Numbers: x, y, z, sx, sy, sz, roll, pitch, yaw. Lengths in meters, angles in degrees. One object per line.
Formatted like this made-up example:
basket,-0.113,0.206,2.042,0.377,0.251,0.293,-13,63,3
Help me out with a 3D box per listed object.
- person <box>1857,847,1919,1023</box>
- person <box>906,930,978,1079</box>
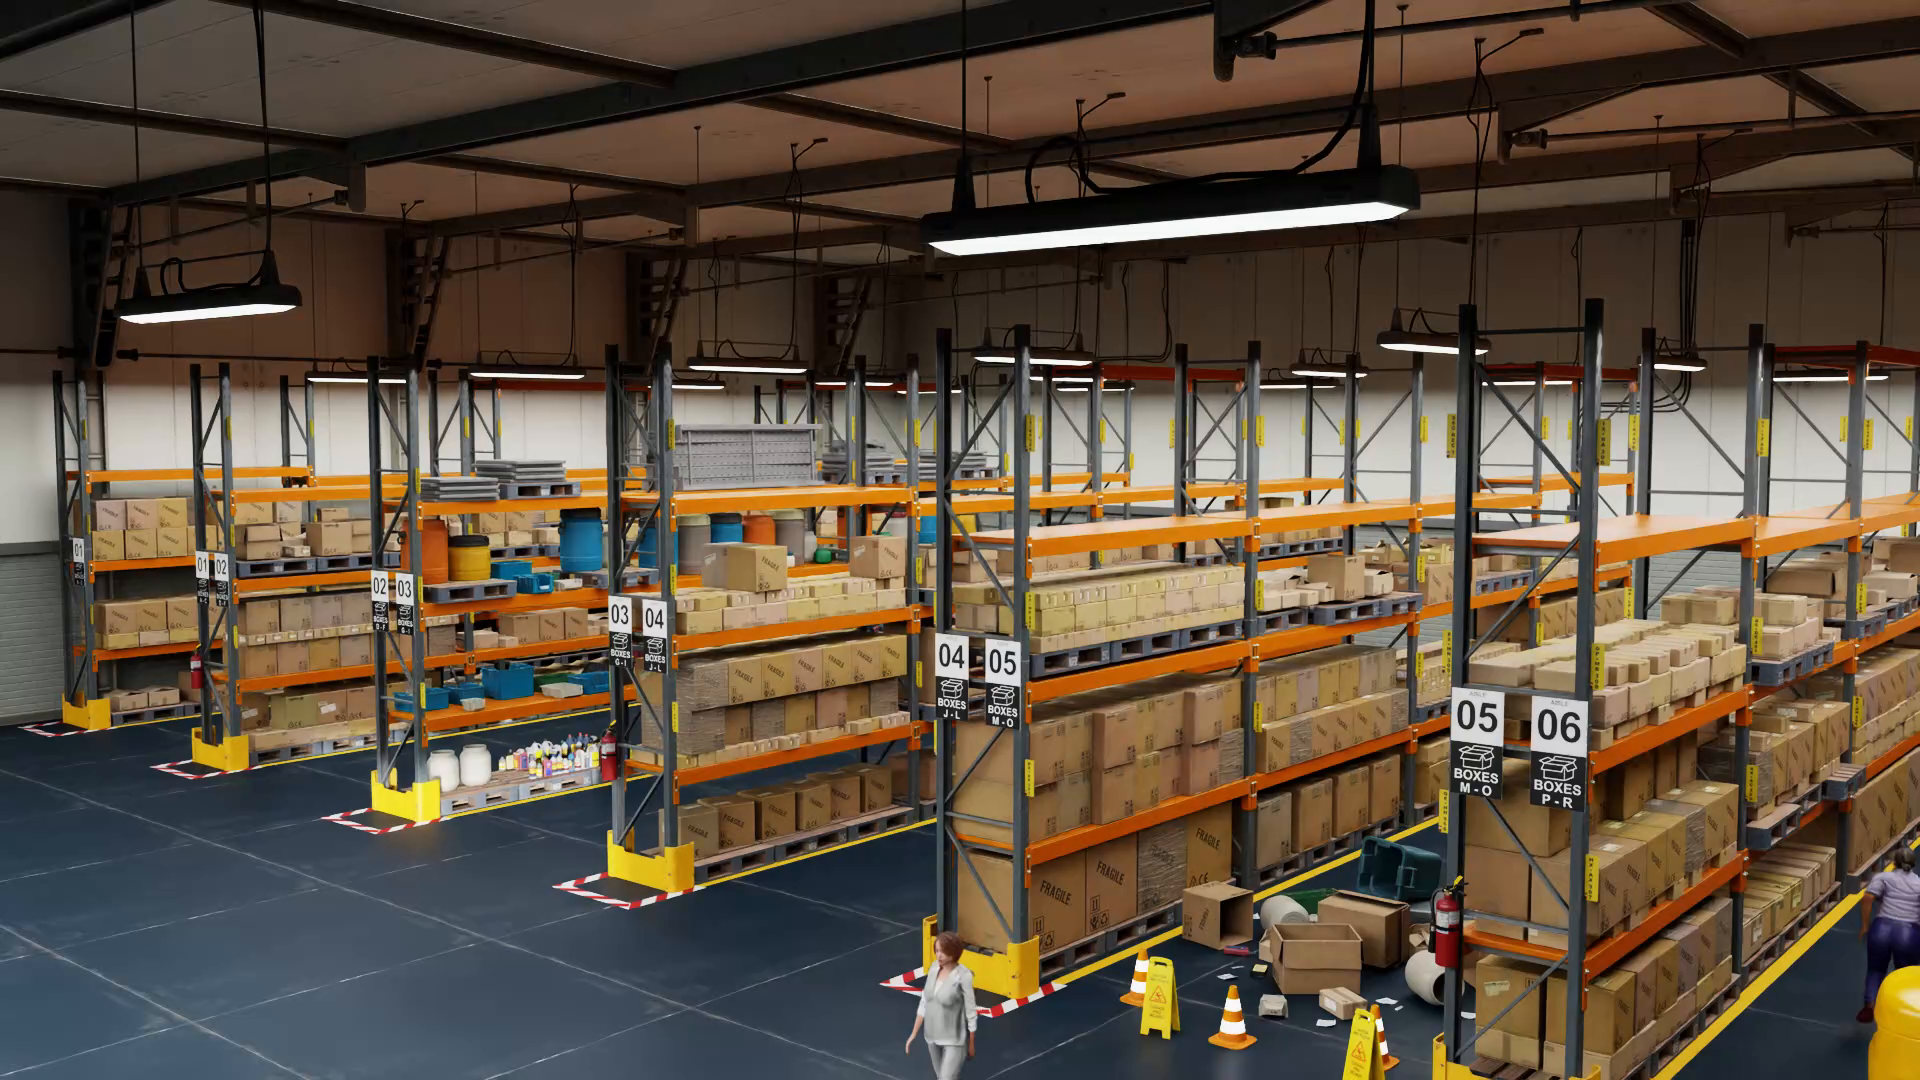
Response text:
person,7.952,3.386,14.104,0.546,1.540,0.709,4,6,43
person,-0.106,3.528,11.688,0.780,1.568,0.423,-4,6,-44
